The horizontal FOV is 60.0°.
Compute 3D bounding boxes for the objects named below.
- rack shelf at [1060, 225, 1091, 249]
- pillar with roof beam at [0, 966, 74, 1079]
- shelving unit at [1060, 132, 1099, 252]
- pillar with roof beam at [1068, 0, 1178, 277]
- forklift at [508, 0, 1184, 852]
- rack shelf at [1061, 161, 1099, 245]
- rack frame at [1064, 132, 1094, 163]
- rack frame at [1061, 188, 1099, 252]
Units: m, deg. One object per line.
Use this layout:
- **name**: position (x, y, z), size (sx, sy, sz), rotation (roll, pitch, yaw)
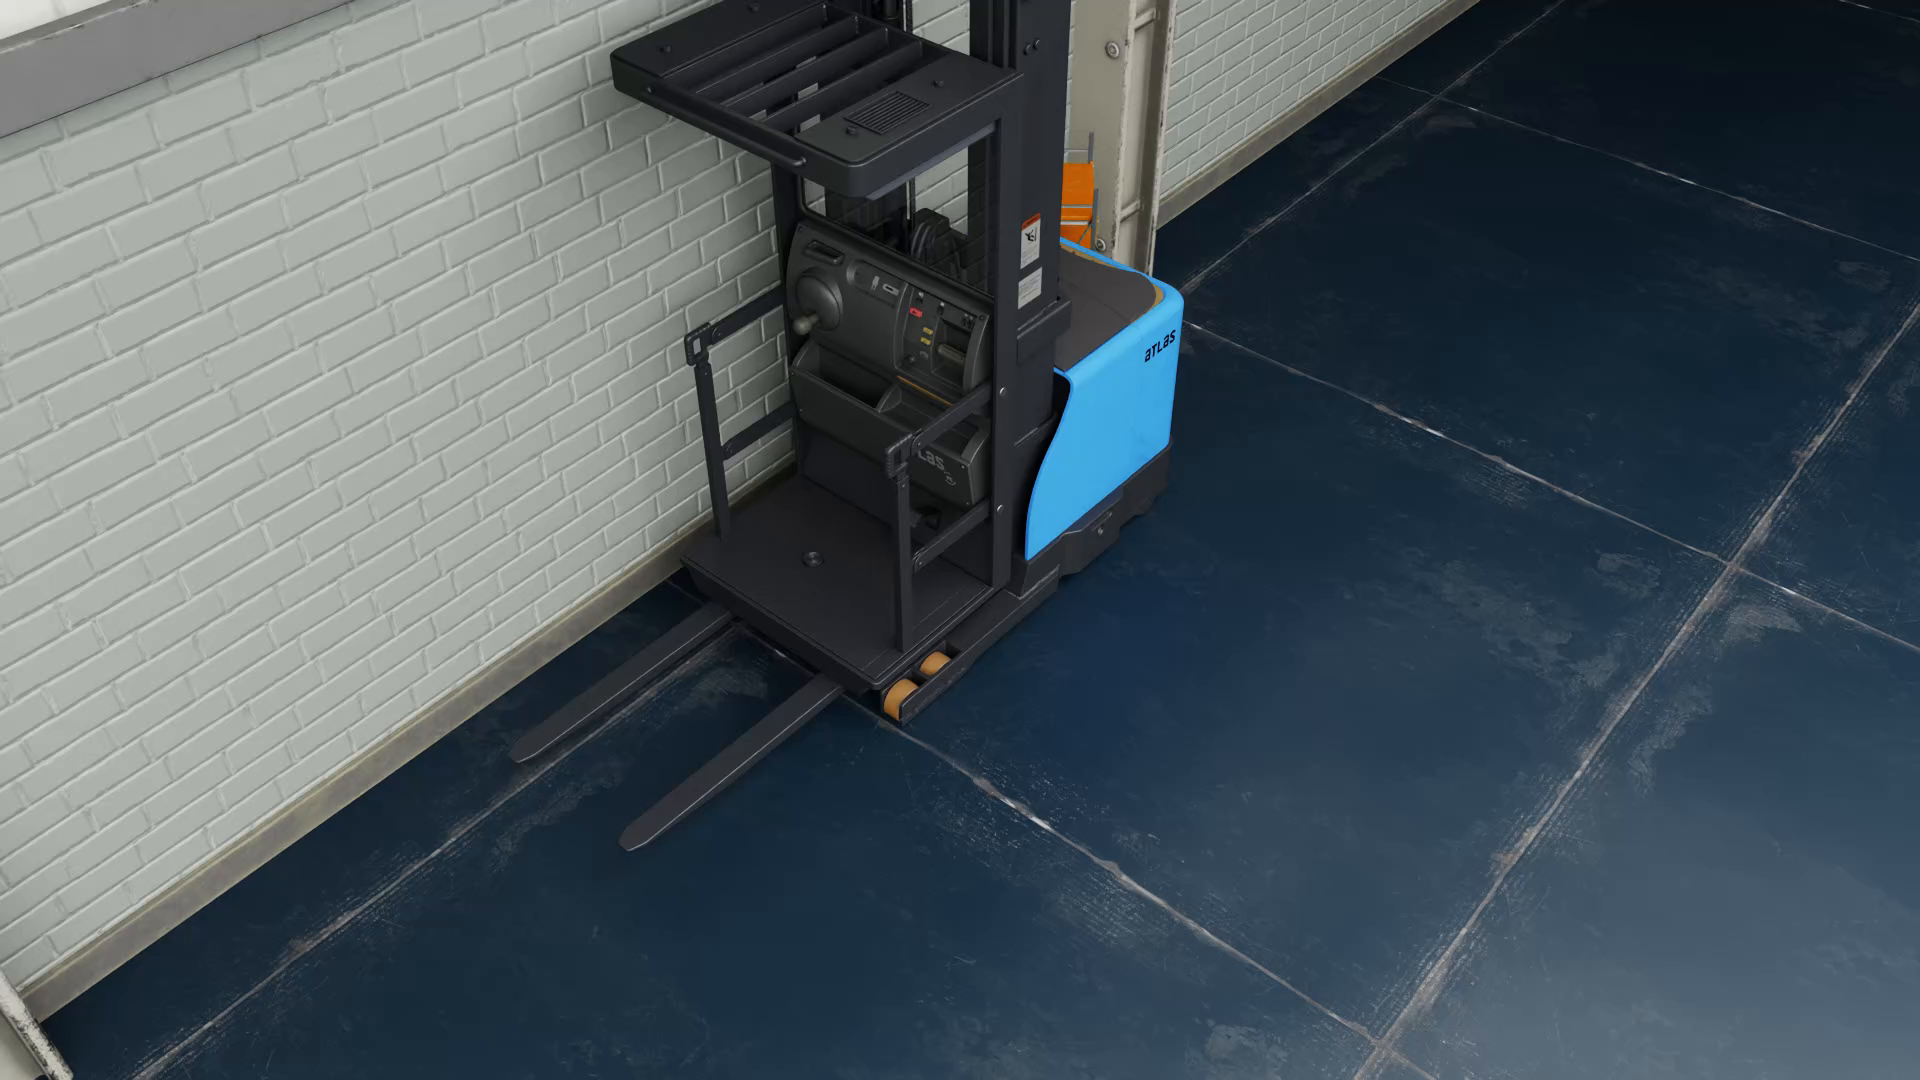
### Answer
- **rack shelf**: position (0.478, -1.338, 7.597), size (0.258, 0.148, 0.480), rotation (1, 42, 1)
- **pillar with roof beam**: position (0.201, 0.296, 0.236), size (9.100, 9.000, 0.400), rotation (29, 50, 28)
- **shelving unit**: position (0.478, -1.222, 7.702), size (0.258, 1.200, 0.503), rotation (1, 42, 1)
- **pillar with roof beam**: position (4.063, -2.794, 3.634), size (9.100, 9.000, 0.400), rotation (29, 50, 28)
- **forklift**: position (-0.411, -0.763, 5.910), size (1.130, 2.935, 3.031), rotation (30, 50, 29)
- **rack shelf**: position (0.478, -1.513, 7.438), size (0.258, 0.148, 0.480), rotation (1, 42, 1)
- **rack frame**: position (0.483, -1.386, 7.883), size (0.240, 1.200, 0.015), rotation (1, 42, 1)
- **rack frame**: position (0.474, -1.058, 7.522), size (0.240, 1.200, 0.015), rotation (1, 42, 1)
